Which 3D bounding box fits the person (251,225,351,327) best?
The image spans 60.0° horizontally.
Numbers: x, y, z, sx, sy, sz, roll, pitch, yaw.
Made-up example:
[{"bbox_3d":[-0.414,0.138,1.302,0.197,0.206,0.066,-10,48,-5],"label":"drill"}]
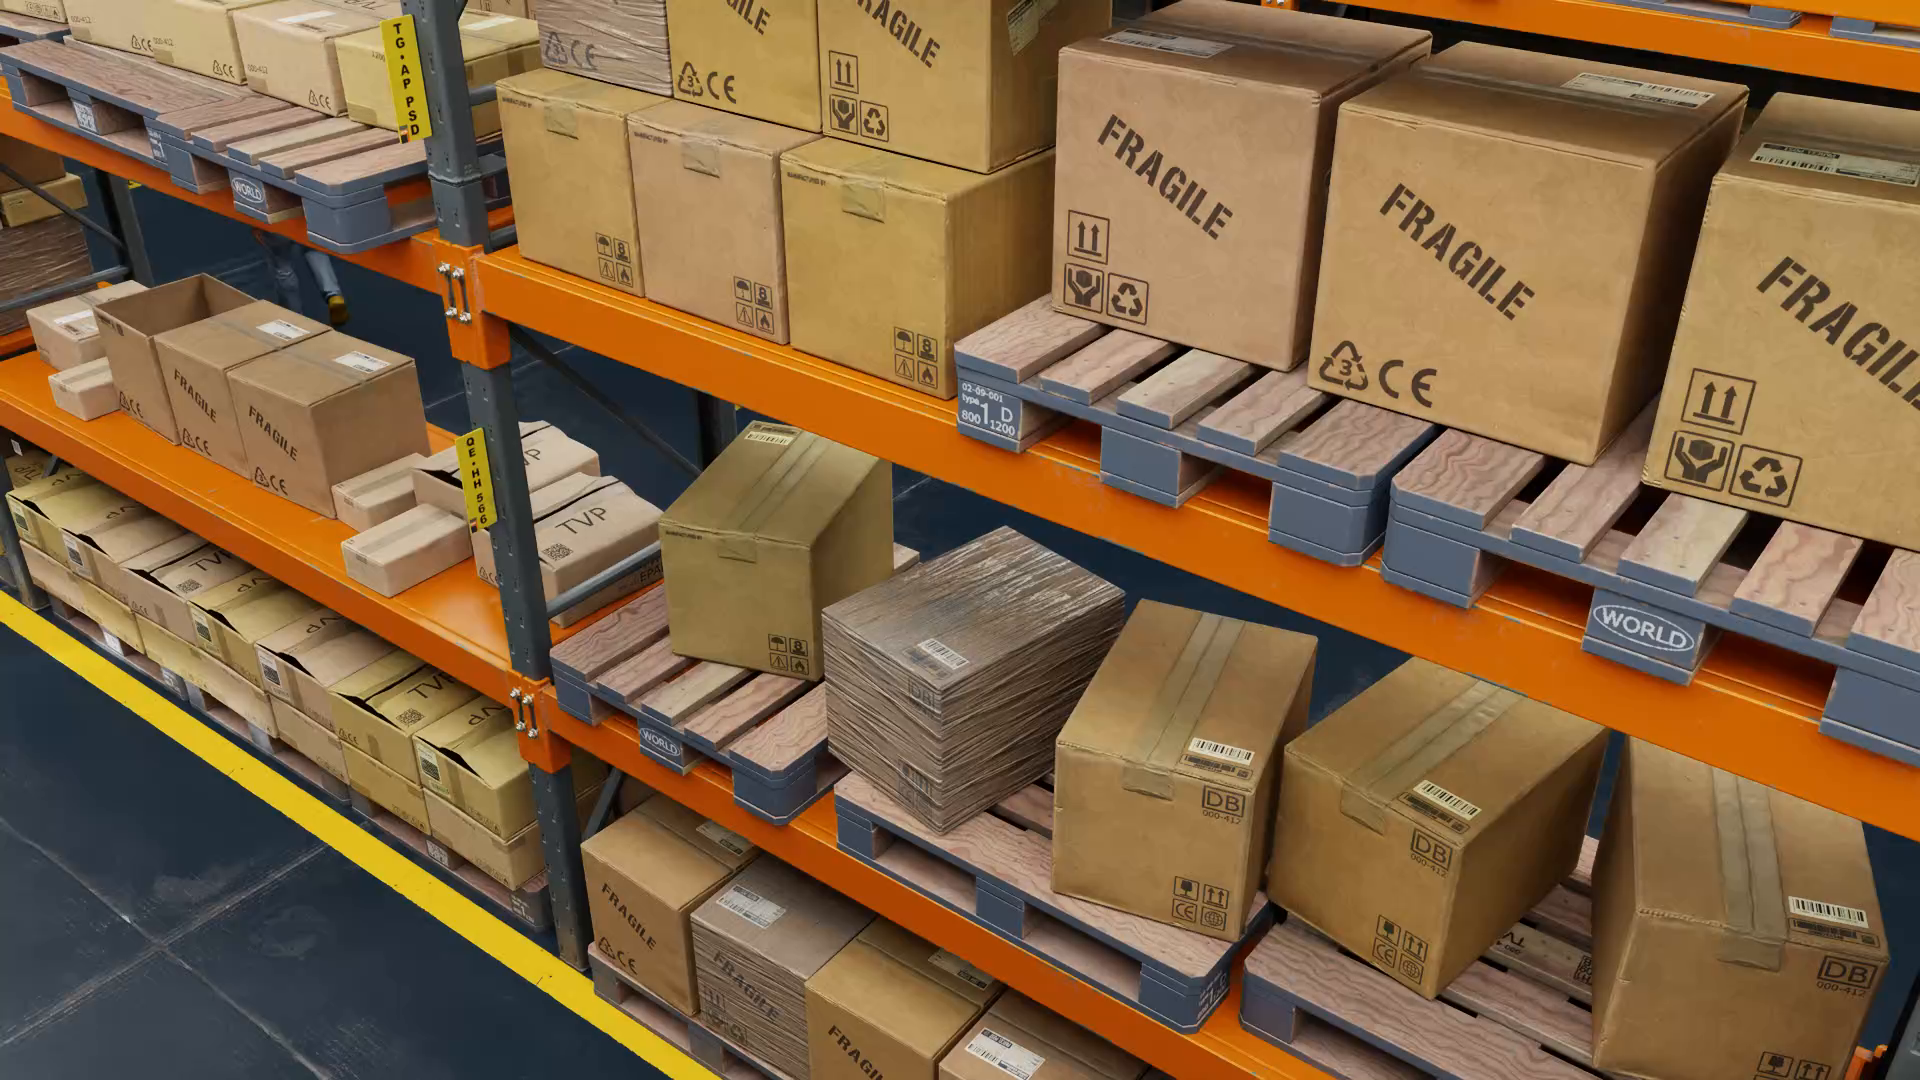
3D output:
[{"bbox_3d":[-4.308,-2.147,10.704,0.593,1.752,0.625,-24,38,-35],"label":"person"}]
